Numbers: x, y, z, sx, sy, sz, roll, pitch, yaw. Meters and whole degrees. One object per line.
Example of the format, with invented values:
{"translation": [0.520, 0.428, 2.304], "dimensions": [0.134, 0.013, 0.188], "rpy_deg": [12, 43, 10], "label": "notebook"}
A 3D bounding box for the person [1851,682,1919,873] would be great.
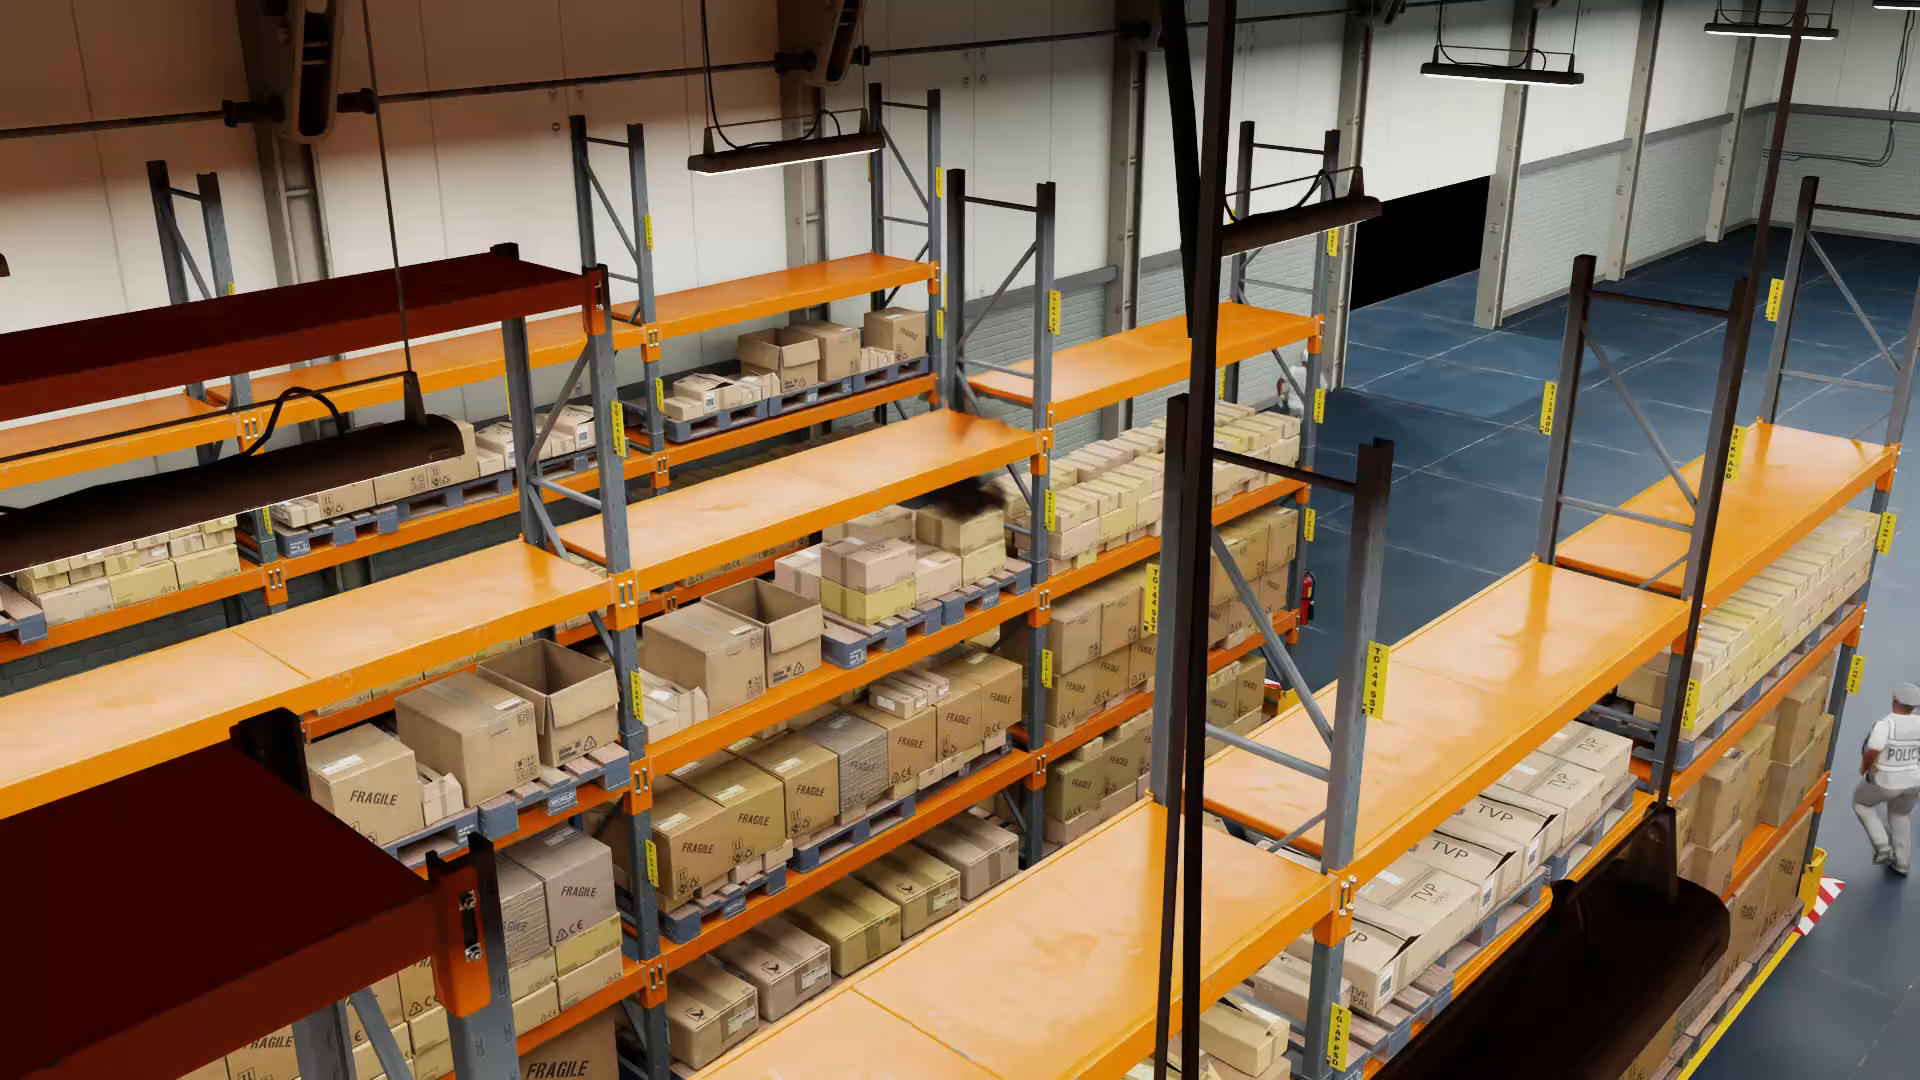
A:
{"translation": [8.041, 2.009, 14.440], "dimensions": [0.703, 1.740, 0.590], "rpy_deg": [0, 21, -1], "label": "person"}

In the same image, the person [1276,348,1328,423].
{"translation": [5.043, -1.910, 24.473], "dimensions": [0.672, 1.857, 0.821], "rpy_deg": [13, 25, 31], "label": "person"}
